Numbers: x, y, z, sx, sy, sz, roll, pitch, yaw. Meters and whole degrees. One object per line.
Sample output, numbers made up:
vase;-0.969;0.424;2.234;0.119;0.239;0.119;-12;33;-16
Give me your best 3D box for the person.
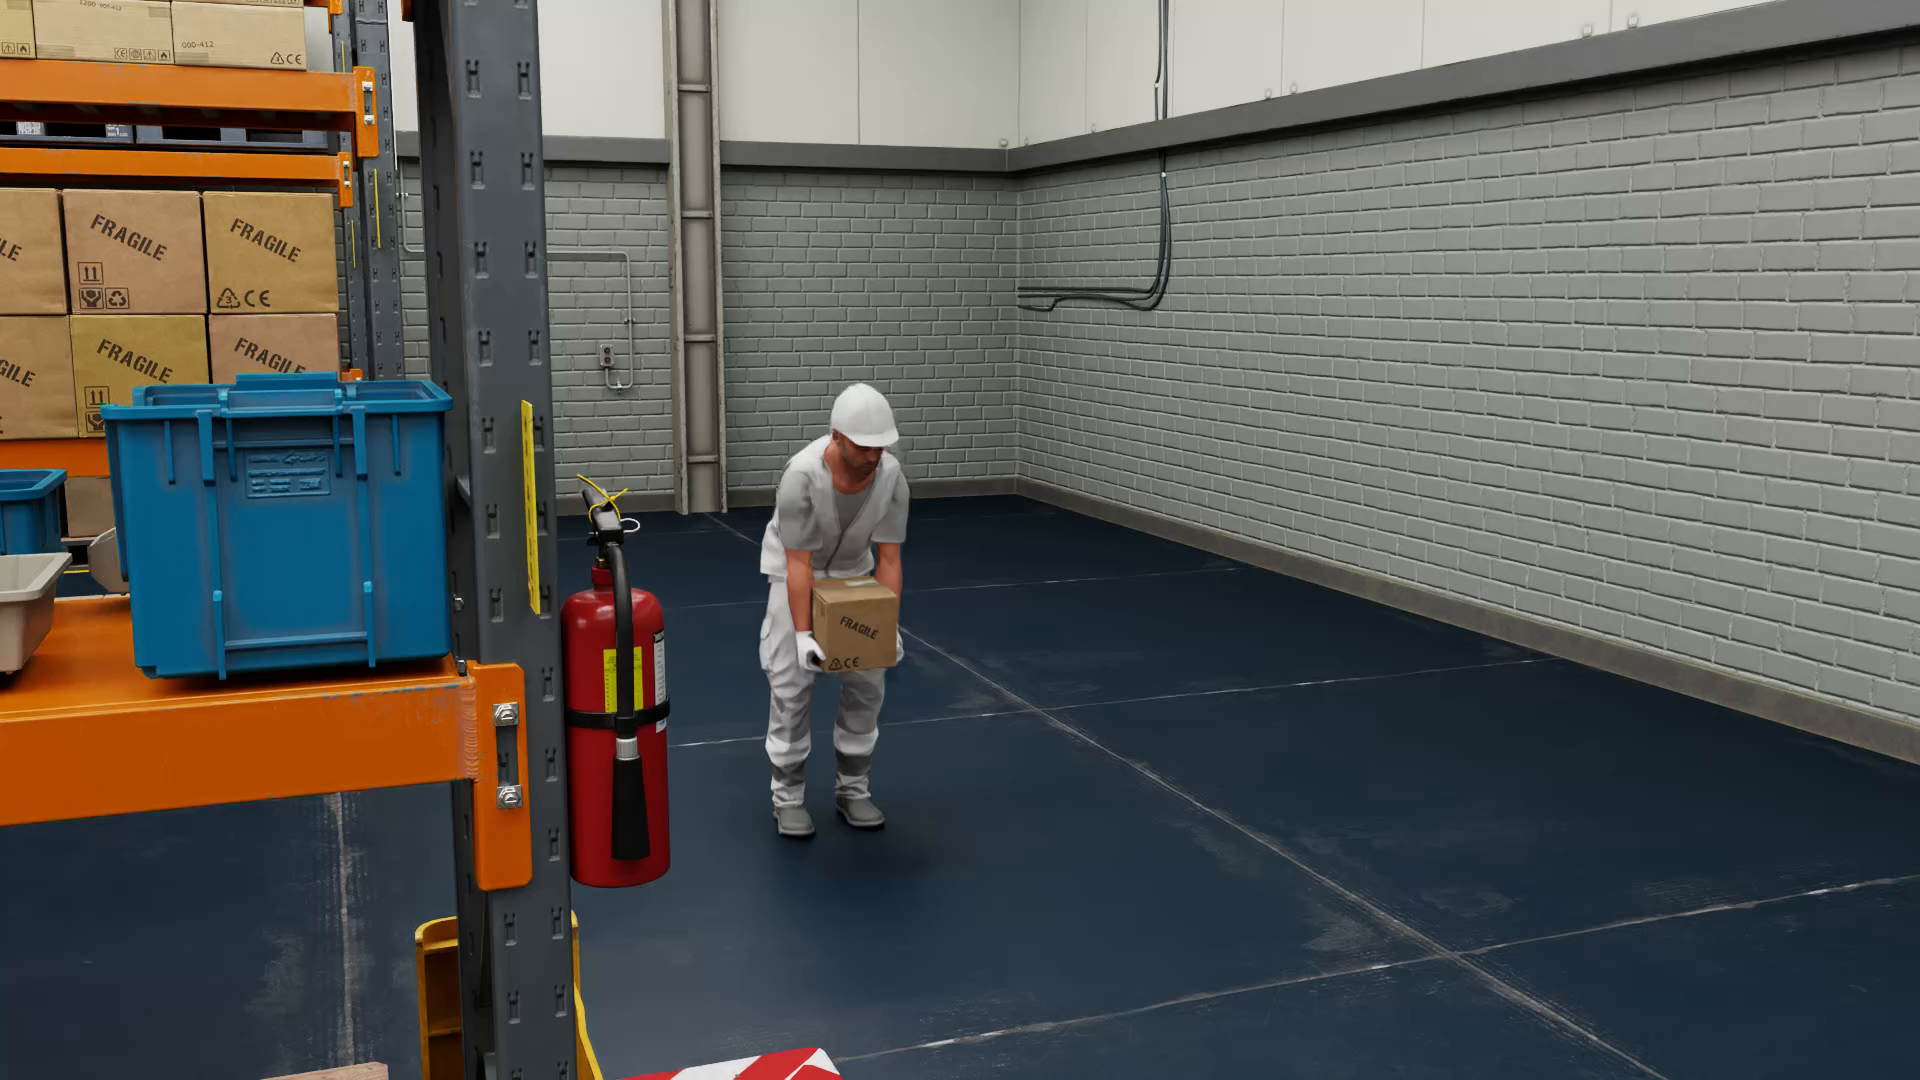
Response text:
person;-0.417;0.252;5.743;0.485;1.603;0.770;-4;9;-22
